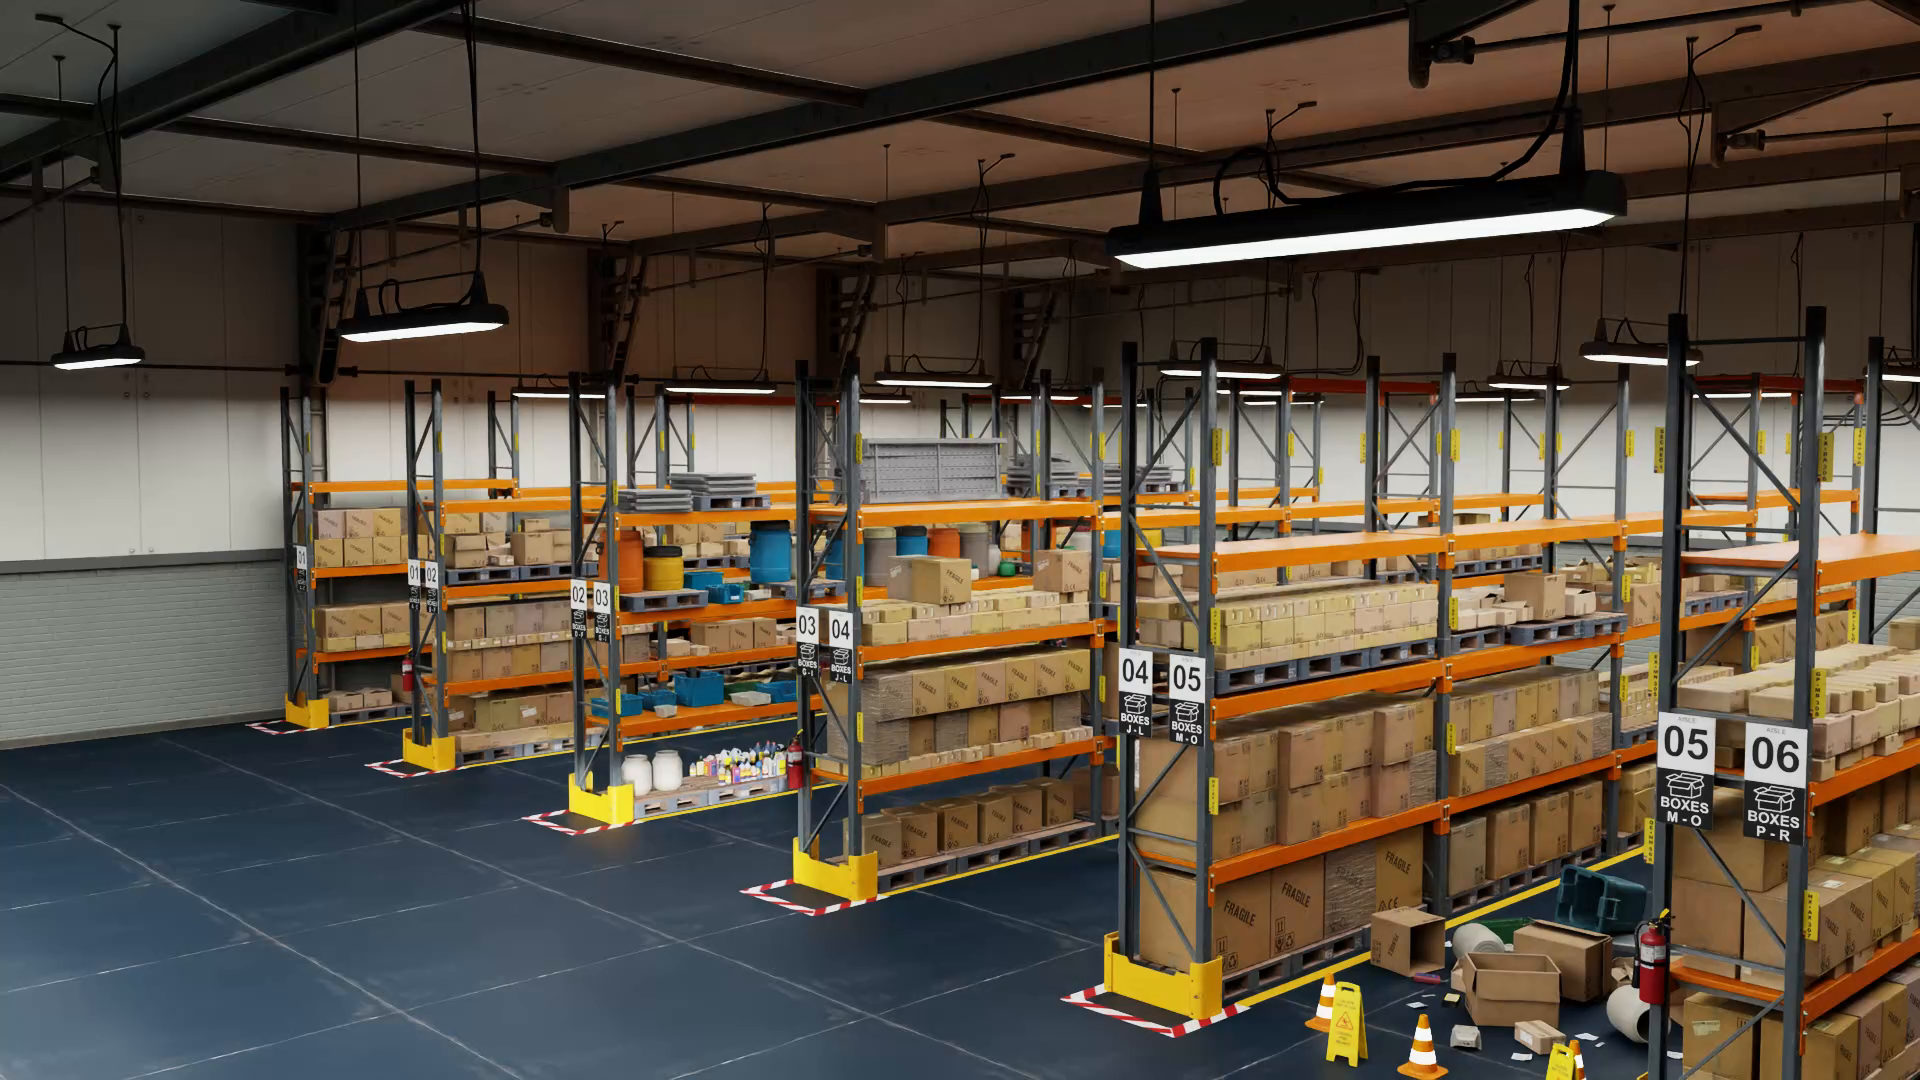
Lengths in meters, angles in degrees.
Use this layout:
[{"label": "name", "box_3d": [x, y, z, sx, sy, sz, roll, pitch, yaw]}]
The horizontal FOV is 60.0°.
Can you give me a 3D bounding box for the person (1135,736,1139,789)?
[{"label": "person", "box_3d": [2.160, 3.041, 20.233, 0.507, 1.675, 0.508, -2, 4, -27]}]
